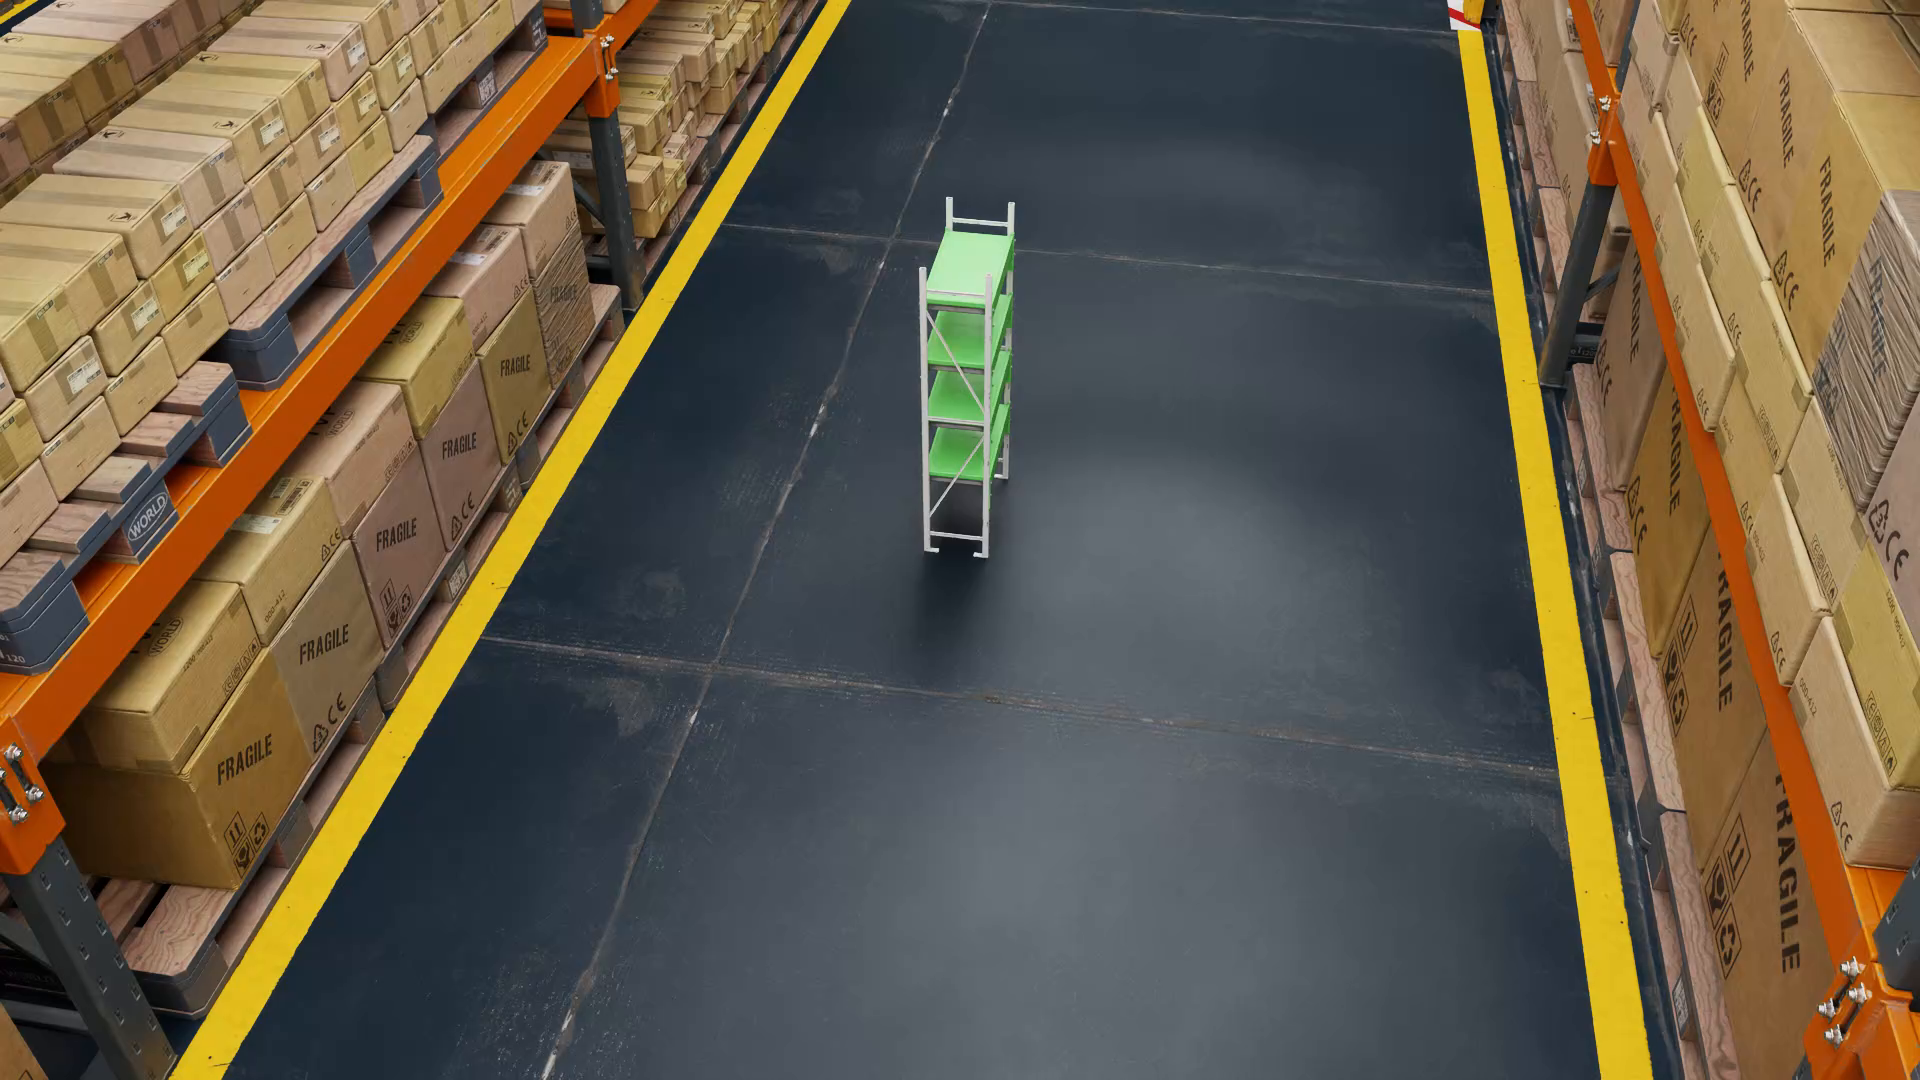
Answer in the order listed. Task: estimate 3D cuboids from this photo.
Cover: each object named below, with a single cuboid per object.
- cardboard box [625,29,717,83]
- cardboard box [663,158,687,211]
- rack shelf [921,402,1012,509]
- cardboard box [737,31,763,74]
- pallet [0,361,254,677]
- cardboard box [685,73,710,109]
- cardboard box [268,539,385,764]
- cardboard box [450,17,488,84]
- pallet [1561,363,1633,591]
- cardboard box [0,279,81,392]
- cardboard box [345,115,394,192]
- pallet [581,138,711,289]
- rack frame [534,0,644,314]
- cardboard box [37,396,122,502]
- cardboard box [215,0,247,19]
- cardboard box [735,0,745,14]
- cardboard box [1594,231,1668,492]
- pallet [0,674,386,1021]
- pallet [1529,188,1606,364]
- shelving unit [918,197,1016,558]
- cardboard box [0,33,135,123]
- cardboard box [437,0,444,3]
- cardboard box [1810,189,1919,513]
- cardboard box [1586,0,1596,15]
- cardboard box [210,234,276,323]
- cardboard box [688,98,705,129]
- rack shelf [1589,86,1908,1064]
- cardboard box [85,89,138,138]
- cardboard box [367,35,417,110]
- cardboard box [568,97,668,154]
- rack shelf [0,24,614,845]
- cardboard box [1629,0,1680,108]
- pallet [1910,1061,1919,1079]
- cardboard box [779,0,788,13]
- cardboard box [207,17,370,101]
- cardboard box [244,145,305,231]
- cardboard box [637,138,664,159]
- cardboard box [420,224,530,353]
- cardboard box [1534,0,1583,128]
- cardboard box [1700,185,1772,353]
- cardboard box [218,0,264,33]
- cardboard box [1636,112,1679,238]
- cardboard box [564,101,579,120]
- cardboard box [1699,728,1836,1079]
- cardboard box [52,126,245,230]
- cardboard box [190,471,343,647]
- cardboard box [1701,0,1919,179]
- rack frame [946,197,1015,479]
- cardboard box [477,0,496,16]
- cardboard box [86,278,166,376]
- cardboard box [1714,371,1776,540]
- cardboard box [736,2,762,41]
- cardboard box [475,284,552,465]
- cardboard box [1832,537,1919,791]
[{"bbox_3d":[-1.429,-2.400,8.240,0.380,0.149,0.250,7,40,9],"label":"cardboard box"},{"bbox_3d":[-1.515,-1.690,7.848,0.380,0.149,0.250,8,40,9],"label":"cardboard box"},{"bbox_3d":[0.029,-0.332,6.187,0.258,0.148,0.480,6,40,8],"label":"rack shelf"},{"bbox_3d":[-1.289,-2.666,9.028,0.380,0.149,0.250,7,40,9],"label":"cardboard box"},{"bbox_3d":[-2.615,-0.142,4.218,1.213,0.211,1.003,6,40,8],"label":"pallet"},{"bbox_3d":[-1.481,-2.302,8.354,0.380,0.149,0.250,8,40,10],"label":"cardboard box"},{"bbox_3d":[-2.176,0.313,5.149,0.500,0.500,0.500,7,40,8],"label":"cardboard box"},{"bbox_3d":[-1.904,-1.742,5.870,0.380,0.149,0.250,6,40,8],"label":"cardboard box"},{"bbox_3d":[2.893,-0.217,6.347,1.003,0.211,1.213,6,40,8],"label":"pallet"},{"bbox_3d":[-2.318,-0.489,3.888,0.380,0.149,0.250,5,40,6],"label":"cardboard box"},{"bbox_3d":[-2.037,-1.243,5.267,0.380,0.149,0.250,8,40,10],"label":"cardboard box"},{"bbox_3d":[-1.859,-1.618,8.041,1.003,0.211,1.213,6,40,8],"label":"pallet"},{"bbox_3d":[-1.941,-2.267,6.638,1.000,3.000,0.127,6,40,8],"label":"rack frame"},{"bbox_3d":[-2.310,-0.249,4.064,0.380,0.149,0.250,8,40,10],"label":"cardboard box"},{"bbox_3d":[-2.597,-1.872,5.561,0.380,0.149,0.250,6,40,7],"label":"cardboard box"},{"bbox_3d":[-1.364,-2.898,8.842,0.380,0.149,0.250,5,40,6],"label":"cardboard box"},{"bbox_3d":[2.923,-0.730,6.116,0.875,0.875,0.875,8,40,9],"label":"cardboard box"},{"bbox_3d":[-2.496,0.828,5.083,1.003,0.211,1.213,6,40,8],"label":"pallet"},{"bbox_3d":[3.161,-1.178,7.510,1.003,0.211,1.213,6,40,8],"label":"pallet"},{"bbox_3d":[0.029,-0.566,5.993,0.258,1.200,0.503,6,40,8],"label":"shelving unit"},{"bbox_3d":[-2.728,-1.384,4.970,0.380,0.149,0.250,8,40,9],"label":"cardboard box"},{"bbox_3d":[-1.910,-1.957,5.664,0.380,0.149,0.250,5,40,6],"label":"cardboard box"},{"bbox_3d":[2.172,-0.374,3.486,0.500,0.500,0.500,7,40,8],"label":"cardboard box"},{"bbox_3d":[2.864,-2.466,6.800,0.500,0.500,0.500,5,40,7],"label":"cardboard box"},{"bbox_3d":[-2.175,-0.755,4.677,0.380,0.149,0.250,8,40,9],"label":"cardboard box"},{"bbox_3d":[-1.517,-2.189,8.452,0.380,0.149,0.250,5,40,6],"label":"cardboard box"},{"bbox_3d":[2.606,-0.252,4.766,1.077,0.370,4.000,6,40,8],"label":"rack shelf"},{"bbox_3d":[-2.731,-1.268,5.064,0.380,0.149,0.250,6,40,7],"label":"cardboard box"},{"bbox_3d":[-1.995,-1.519,5.367,0.380,0.149,0.250,4,40,5],"label":"cardboard box"},{"bbox_3d":[-1.571,-1.919,7.658,0.380,0.149,0.250,8,40,10],"label":"cardboard box"},{"bbox_3d":[-2.287,-0.735,5.349,1.077,0.370,4.000,6,40,8],"label":"rack shelf"},{"bbox_3d":[2.598,-1.674,5.647,0.500,0.250,0.500,5,40,6],"label":"cardboard box"},{"bbox_3d":[2.241,1.259,2.524,1.213,0.211,1.003,6,40,8],"label":"pallet"},{"bbox_3d":[-1.210,-3.158,9.624,0.380,0.149,0.250,6,40,7],"label":"cardboard box"},{"bbox_3d":[-2.044,-1.470,5.075,0.380,0.149,0.250,5,40,6],"label":"cardboard box"},{"bbox_3d":[-2.130,-1.026,4.771,0.380,0.149,0.250,6,40,7],"label":"cardboard box"},{"bbox_3d":[-1.608,-1.806,7.754,0.380,0.149,0.250,7,40,8],"label":"cardboard box"},{"bbox_3d":[-1.923,-0.938,6.074,0.500,0.250,0.500,8,40,10],"label":"cardboard box"},{"bbox_3d":[3.478,-2.469,8.563,0.875,0.438,0.875,7,40,9],"label":"cardboard box"},{"bbox_3d":[2.337,-0.713,4.483,0.500,0.250,0.500,5,40,6],"label":"cardboard box"},{"bbox_3d":[-2.594,-1.762,5.661,0.380,0.149,0.250,5,40,6],"label":"cardboard box"},{"bbox_3d":[2.528,-1.155,5.410,0.500,0.250,0.500,5,40,7],"label":"cardboard box"},{"bbox_3d":[-1.996,-2.165,8.189,0.380,0.149,0.250,7,40,8],"label":"cardboard box"},{"bbox_3d":[2.461,0.958,4.075,0.875,0.875,0.875,6,40,7],"label":"cardboard box"},{"bbox_3d":[-2.180,-0.978,4.480,0.380,0.149,0.250,8,40,10],"label":"cardboard box"},{"bbox_3d":[-2.188,0.032,4.901,0.500,0.250,0.500,6,40,7],"label":"cardboard box"},{"bbox_3d":[2.443,-1.327,4.638,0.500,0.500,0.500,5,40,7],"label":"cardboard box"},{"bbox_3d":[0.071,-0.719,6.179,0.240,1.200,0.015,6,40,8],"label":"rack frame"},{"bbox_3d":[-1.860,-2.010,5.961,0.380,0.149,0.250,7,40,8],"label":"cardboard box"},{"bbox_3d":[-2.264,-0.556,4.202,0.380,0.149,0.250,5,40,6],"label":"cardboard box"},{"bbox_3d":[2.268,-0.199,4.254,0.500,0.250,0.500,6,40,7],"label":"cardboard box"},{"bbox_3d":[-1.287,-2.781,8.934,0.380,0.149,0.250,8,40,10],"label":"cardboard box"},{"bbox_3d":[-1.910,-0.651,6.316,0.500,0.500,0.500,6,40,7],"label":"cardboard box"},{"bbox_3d":[2.093,0.259,3.308,0.500,0.250,0.500,6,40,8],"label":"cardboard box"}]
